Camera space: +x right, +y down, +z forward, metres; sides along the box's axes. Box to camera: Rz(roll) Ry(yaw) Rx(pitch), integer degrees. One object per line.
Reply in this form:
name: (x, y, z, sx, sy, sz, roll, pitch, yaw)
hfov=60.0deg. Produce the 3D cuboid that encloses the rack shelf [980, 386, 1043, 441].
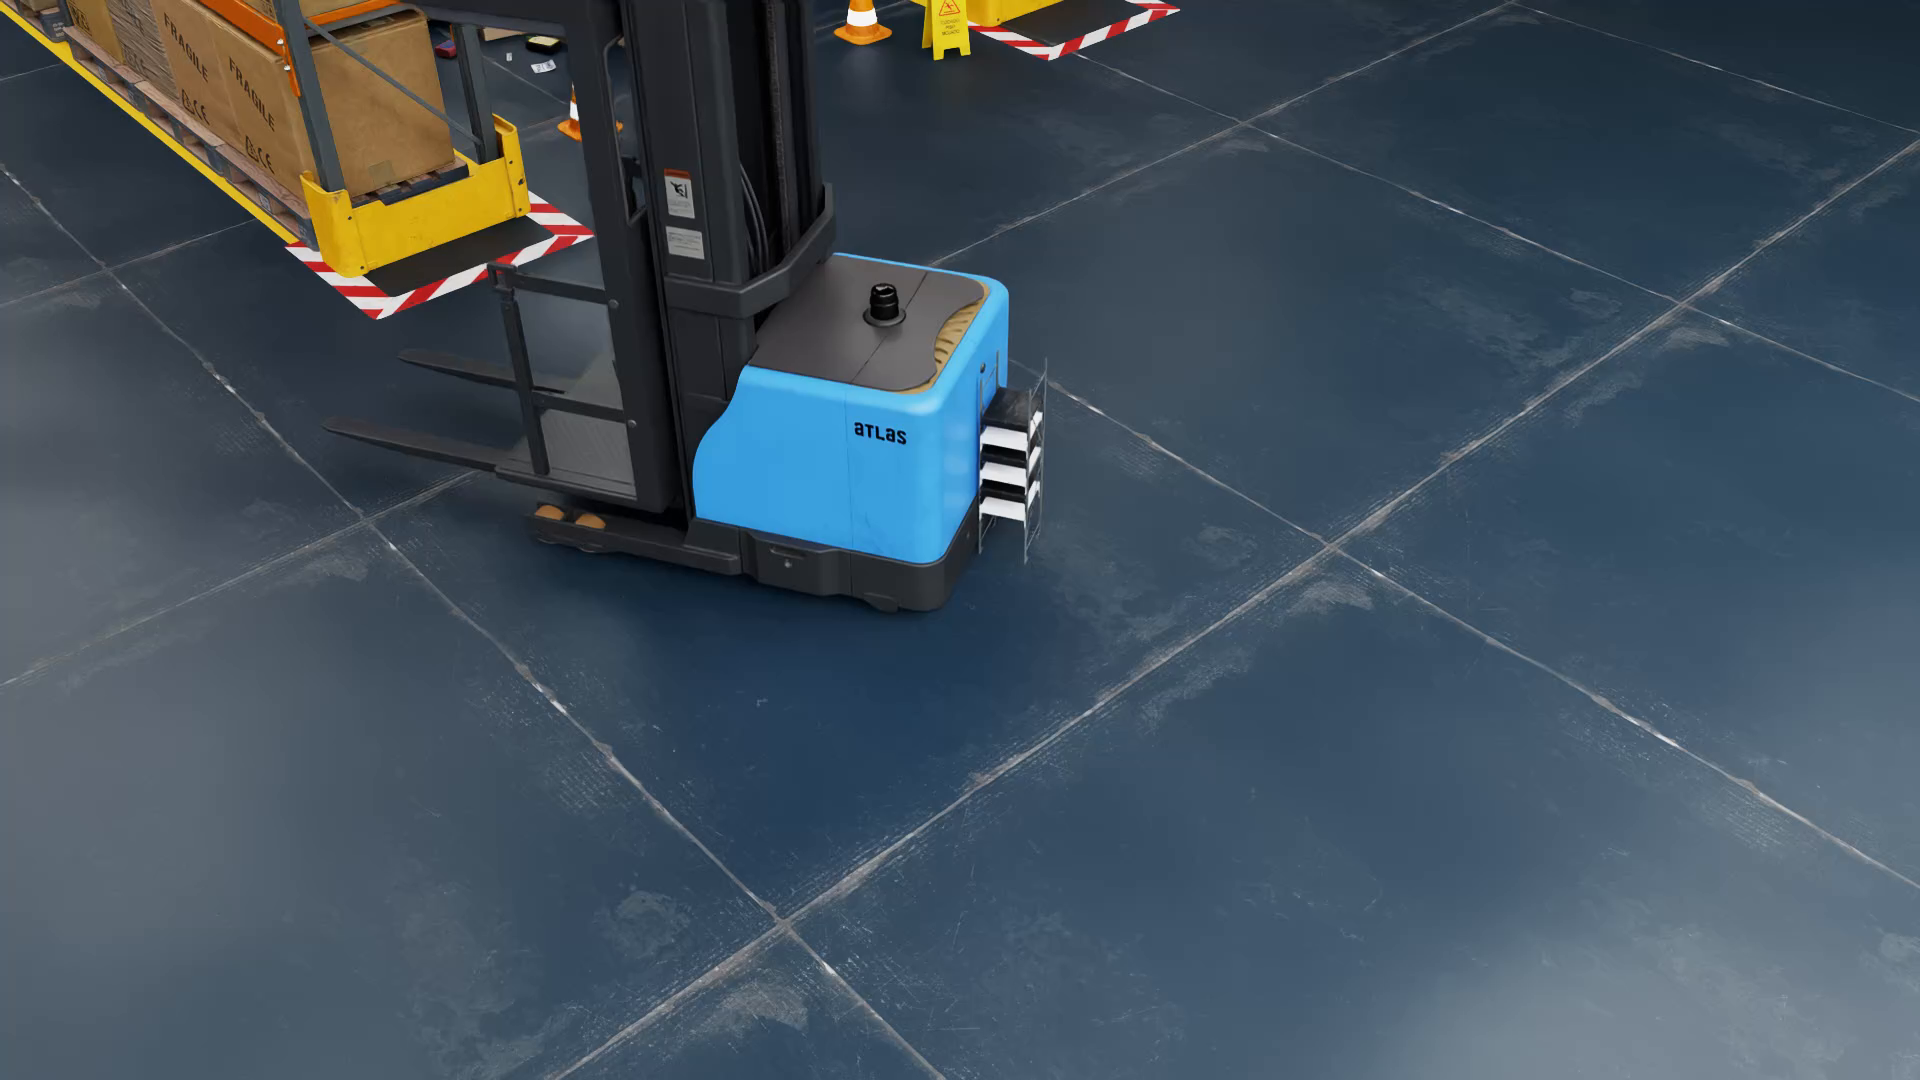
rack shelf: (0.216, -0.520, 6.801, 0.200, 0.077, 0.258, 12, 40, 14)

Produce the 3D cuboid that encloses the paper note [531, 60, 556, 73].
paper note: (-2.796, -3.182, 11.167, 0.144, 0.017, 0.142, -15, 41, -17)

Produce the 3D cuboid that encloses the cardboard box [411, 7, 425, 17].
cardboard box: (-3.914, -3.507, 11.192, 0.500, 0.500, 0.500, -22, 44, -25)

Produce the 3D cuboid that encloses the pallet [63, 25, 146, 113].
pallet: (-5.263, -3.291, 11.157, 1.003, 0.211, 1.213, -30, 48, -32)

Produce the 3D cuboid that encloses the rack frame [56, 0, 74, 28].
rack frame: (-5.720, -4.761, 10.757, 1.000, 3.000, 0.127, -30, 48, -32)

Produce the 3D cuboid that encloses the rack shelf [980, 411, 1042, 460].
rack shelf: (0.216, -0.450, 6.857, 0.200, 0.077, 0.258, 12, 40, 14)

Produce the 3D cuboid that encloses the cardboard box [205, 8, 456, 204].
cardboard box: (-3.522, -2.532, 9.355, 0.875, 0.875, 0.875, -30, 47, -32)

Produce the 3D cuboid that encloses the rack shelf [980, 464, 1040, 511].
rack shelf: (0.216, -0.240, 7.027, 0.200, 0.077, 0.258, 12, 40, 14)

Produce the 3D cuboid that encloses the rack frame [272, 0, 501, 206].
rack frame: (-3.015, -2.910, 8.465, 1.000, 3.000, 0.127, -30, 48, -32)

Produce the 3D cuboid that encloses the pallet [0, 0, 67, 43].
pallet: (-6.297, -4.001, 12.036, 1.003, 0.211, 1.213, -30, 48, -32)

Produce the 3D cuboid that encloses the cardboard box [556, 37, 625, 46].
cardboard box: (-2.490, -3.826, 11.586, 0.637, 0.503, 0.797, 5, 39, 6)

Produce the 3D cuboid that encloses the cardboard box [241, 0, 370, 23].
cardboard box: (-3.299, -3.120, 8.607, 0.875, 0.550, 0.550, -30, 48, -32)

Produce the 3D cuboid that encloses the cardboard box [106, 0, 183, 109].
cardboard box: (-4.734, -3.361, 10.381, 0.875, 0.875, 0.875, -30, 47, -31)

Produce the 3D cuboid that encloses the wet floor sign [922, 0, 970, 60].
wet floor sign: (-0.097, -3.601, 11.196, 0.267, 0.644, 0.232, -15, 41, -17)

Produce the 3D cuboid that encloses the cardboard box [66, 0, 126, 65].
cardboard box: (-5.346, -3.777, 10.896, 0.875, 0.875, 0.875, -29, 47, -31)

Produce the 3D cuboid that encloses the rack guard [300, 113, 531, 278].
rack guard: (-2.998, -1.926, 9.237, 1.175, 0.500, 0.348, -30, 48, -32)

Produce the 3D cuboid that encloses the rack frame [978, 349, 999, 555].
rack frame: (0.120, -0.356, 6.974, 0.006, 0.900, 0.240, 12, 40, 14)

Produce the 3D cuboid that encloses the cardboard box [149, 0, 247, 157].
cardboard box: (-4.119, -2.938, 9.858, 0.875, 0.875, 0.875, -31, 48, -32)

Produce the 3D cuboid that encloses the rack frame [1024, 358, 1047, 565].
rack frame: (0.313, -0.316, 6.925, 0.006, 0.900, 0.240, 12, 40, 14)

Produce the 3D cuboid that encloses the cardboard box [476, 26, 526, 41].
cardboard box: (-3.201, -3.684, 11.601, 0.396, 0.266, 0.258, -22, 44, -25)

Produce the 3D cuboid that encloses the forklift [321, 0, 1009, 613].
forklift: (-1.359, -1.387, 6.634, 3.031, 2.935, 1.130, 12, 40, 14)

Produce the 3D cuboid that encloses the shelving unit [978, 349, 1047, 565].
shelving unit: (0.216, -0.336, 6.950, 0.210, 0.900, 0.258, 12, 40, 14)

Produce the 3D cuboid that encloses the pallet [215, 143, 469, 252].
pallet: (-3.613, -2.162, 9.758, 1.003, 0.211, 1.213, -30, 48, -32)

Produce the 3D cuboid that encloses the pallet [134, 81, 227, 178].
pallet: (-4.434, -2.726, 10.457, 1.003, 0.211, 1.213, -30, 48, -32)

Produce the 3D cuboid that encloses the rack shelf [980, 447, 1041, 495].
rack shelf: (0.216, -0.310, 6.971, 0.200, 0.077, 0.258, 12, 40, 14)

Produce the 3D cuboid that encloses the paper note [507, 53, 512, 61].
paper note: (-3.067, -3.287, 11.312, 0.032, 0.001, 0.123, -8, 40, -10)

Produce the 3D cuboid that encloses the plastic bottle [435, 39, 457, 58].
plastic bottle: (-3.454, -3.389, 11.398, 0.133, 0.061, 0.283, 18, 42, 21)

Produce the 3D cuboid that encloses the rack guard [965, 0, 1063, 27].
rack guard: (0.512, -4.123, 11.957, 1.175, 0.500, 0.348, -30, 48, -32)

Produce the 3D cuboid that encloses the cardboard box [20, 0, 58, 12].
cardboard box: (-6.206, -4.298, 11.641, 1.050, 0.750, 0.750, -30, 48, -32)

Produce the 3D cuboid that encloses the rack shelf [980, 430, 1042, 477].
rack shelf: (0.216, -0.380, 6.914, 0.200, 0.077, 0.258, 12, 40, 14)

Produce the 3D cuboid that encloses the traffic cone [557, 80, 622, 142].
traffic cone: (-2.328, -2.772, 10.314, 0.336, 0.463, 0.334, -30, 48, -32)

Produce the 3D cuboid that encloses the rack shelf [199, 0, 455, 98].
rack shelf: (-4.367, -3.555, 9.837, 1.077, 0.370, 4.000, -30, 48, -32)

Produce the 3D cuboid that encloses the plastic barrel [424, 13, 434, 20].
plastic barrel: (-3.823, -3.885, 11.724, 0.512, 0.421, 0.421, -2, 39, -2)

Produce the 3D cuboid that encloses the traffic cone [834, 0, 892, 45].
traffic cone: (-0.678, -3.724, 11.492, 0.336, 0.463, 0.334, -30, 48, -32)

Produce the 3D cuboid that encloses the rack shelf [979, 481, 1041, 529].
rack shelf: (0.216, -0.170, 7.084, 0.200, 0.077, 0.258, 12, 40, 14)

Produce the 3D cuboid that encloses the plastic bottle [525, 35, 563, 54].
plastic bottle: (-2.884, -3.406, 11.419, 0.283, 0.061, 0.133, 18, 42, 21)
